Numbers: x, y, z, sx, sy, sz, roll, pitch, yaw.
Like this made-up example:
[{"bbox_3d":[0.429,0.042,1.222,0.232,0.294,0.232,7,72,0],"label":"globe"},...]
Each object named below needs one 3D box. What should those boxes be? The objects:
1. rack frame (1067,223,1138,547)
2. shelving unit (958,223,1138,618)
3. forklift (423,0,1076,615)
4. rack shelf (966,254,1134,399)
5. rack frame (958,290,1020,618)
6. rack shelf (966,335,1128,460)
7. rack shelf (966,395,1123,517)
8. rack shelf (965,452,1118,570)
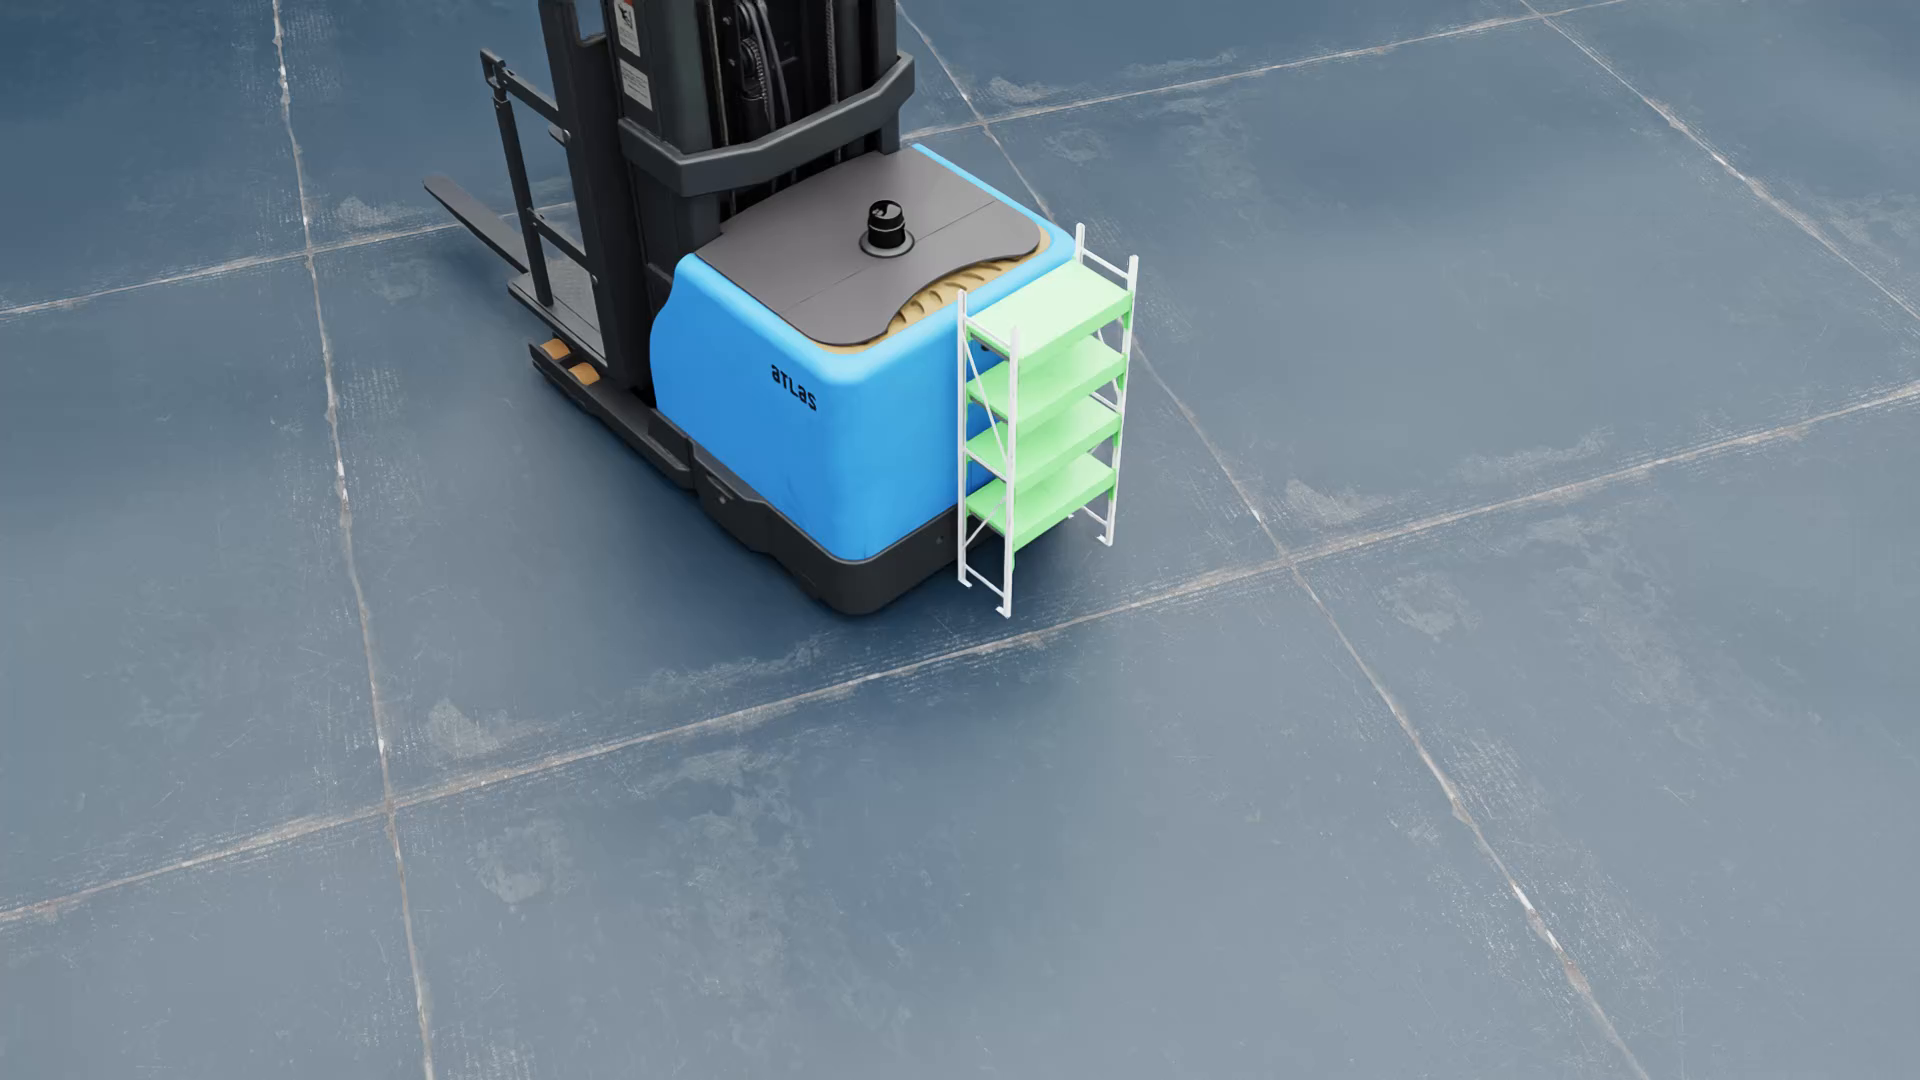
[{"bbox_3d":[0.437,-0.465,5.367,0.015,1.200,0.240,-33,54,-29],"label":"rack frame"},{"bbox_3d":[0.259,-0.348,5.249,0.503,1.200,0.258,-33,54,-29],"label":"shelving unit"},{"bbox_3d":[-0.977,-1.751,5.425,1.130,2.935,3.031,-33,54,-28],"label":"forklift"},{"bbox_3d":[0.259,-0.641,4.955,0.480,0.148,0.258,-33,54,-29],"label":"rack shelf"},{"bbox_3d":[0.080,-0.230,5.132,0.015,1.200,0.240,-33,54,-29],"label":"rack frame"},{"bbox_3d":[0.259,-0.472,5.125,0.480,0.148,0.258,-33,54,-29],"label":"rack shelf"},{"bbox_3d":[0.259,-0.302,5.295,0.480,0.148,0.258,-33,54,-29],"label":"rack shelf"},{"bbox_3d":[0.259,-0.133,5.465,0.480,0.148,0.258,-33,54,-29],"label":"rack shelf"}]
